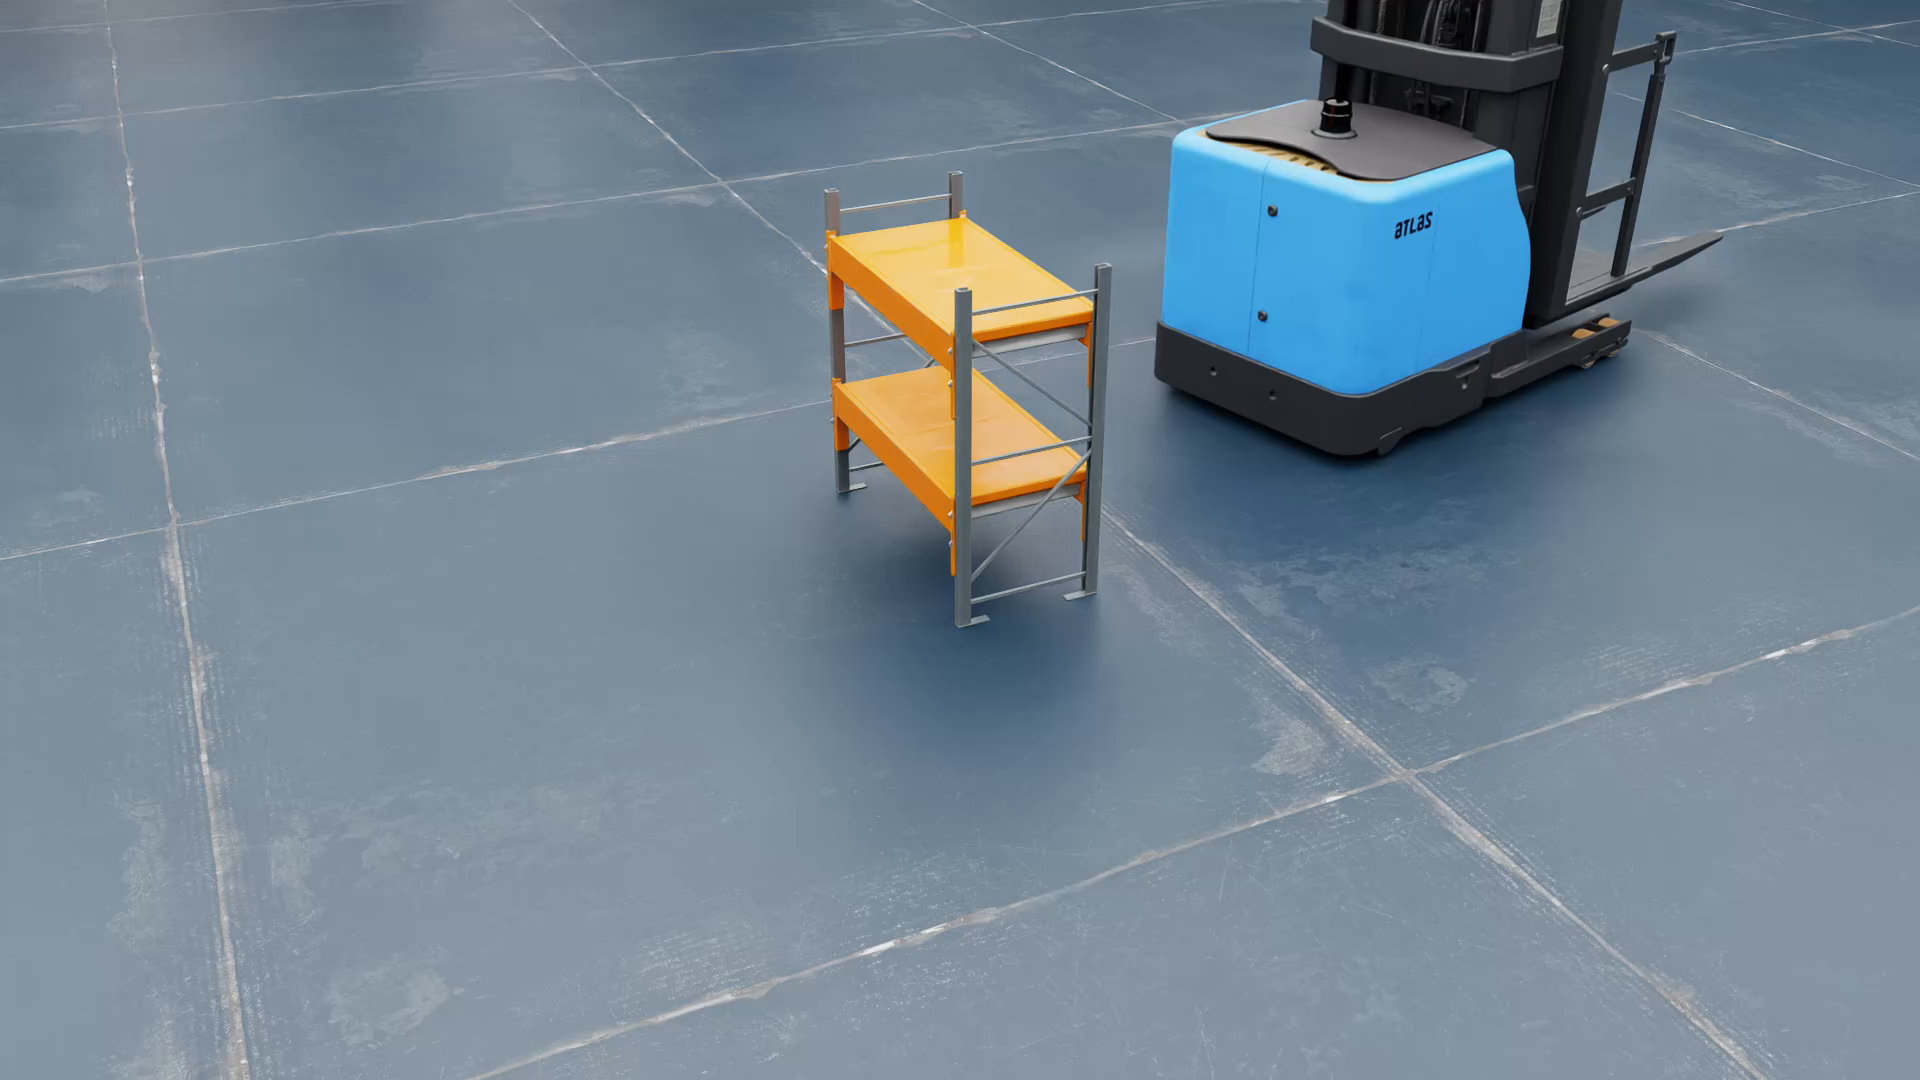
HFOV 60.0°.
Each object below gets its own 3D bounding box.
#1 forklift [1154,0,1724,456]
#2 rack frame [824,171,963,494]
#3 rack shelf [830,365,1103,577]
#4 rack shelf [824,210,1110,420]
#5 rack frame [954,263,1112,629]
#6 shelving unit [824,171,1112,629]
[{"bbox_3d":[2.247,-2.179,6.640,3.031,2.935,1.130,-22,36,-34],"label":"forklift"},{"bbox_3d":[-0.221,-0.718,5.881,0.500,1.125,0.032,-13,32,-22],"label":"rack frame"},{"bbox_3d":[-0.003,-0.280,5.600,0.538,0.278,1.000,-13,32,-22],"label":"rack shelf"},{"bbox_3d":[-0.003,-0.749,5.337,0.538,0.278,1.000,-13,32,-22],"label":"rack shelf"},{"bbox_3d":[0.215,-0.269,5.080,0.500,1.125,0.032,-13,32,-22],"label":"rack frame"},{"bbox_3d":[-0.003,-0.494,5.480,0.538,1.125,1.048,-13,32,-22],"label":"shelving unit"}]
